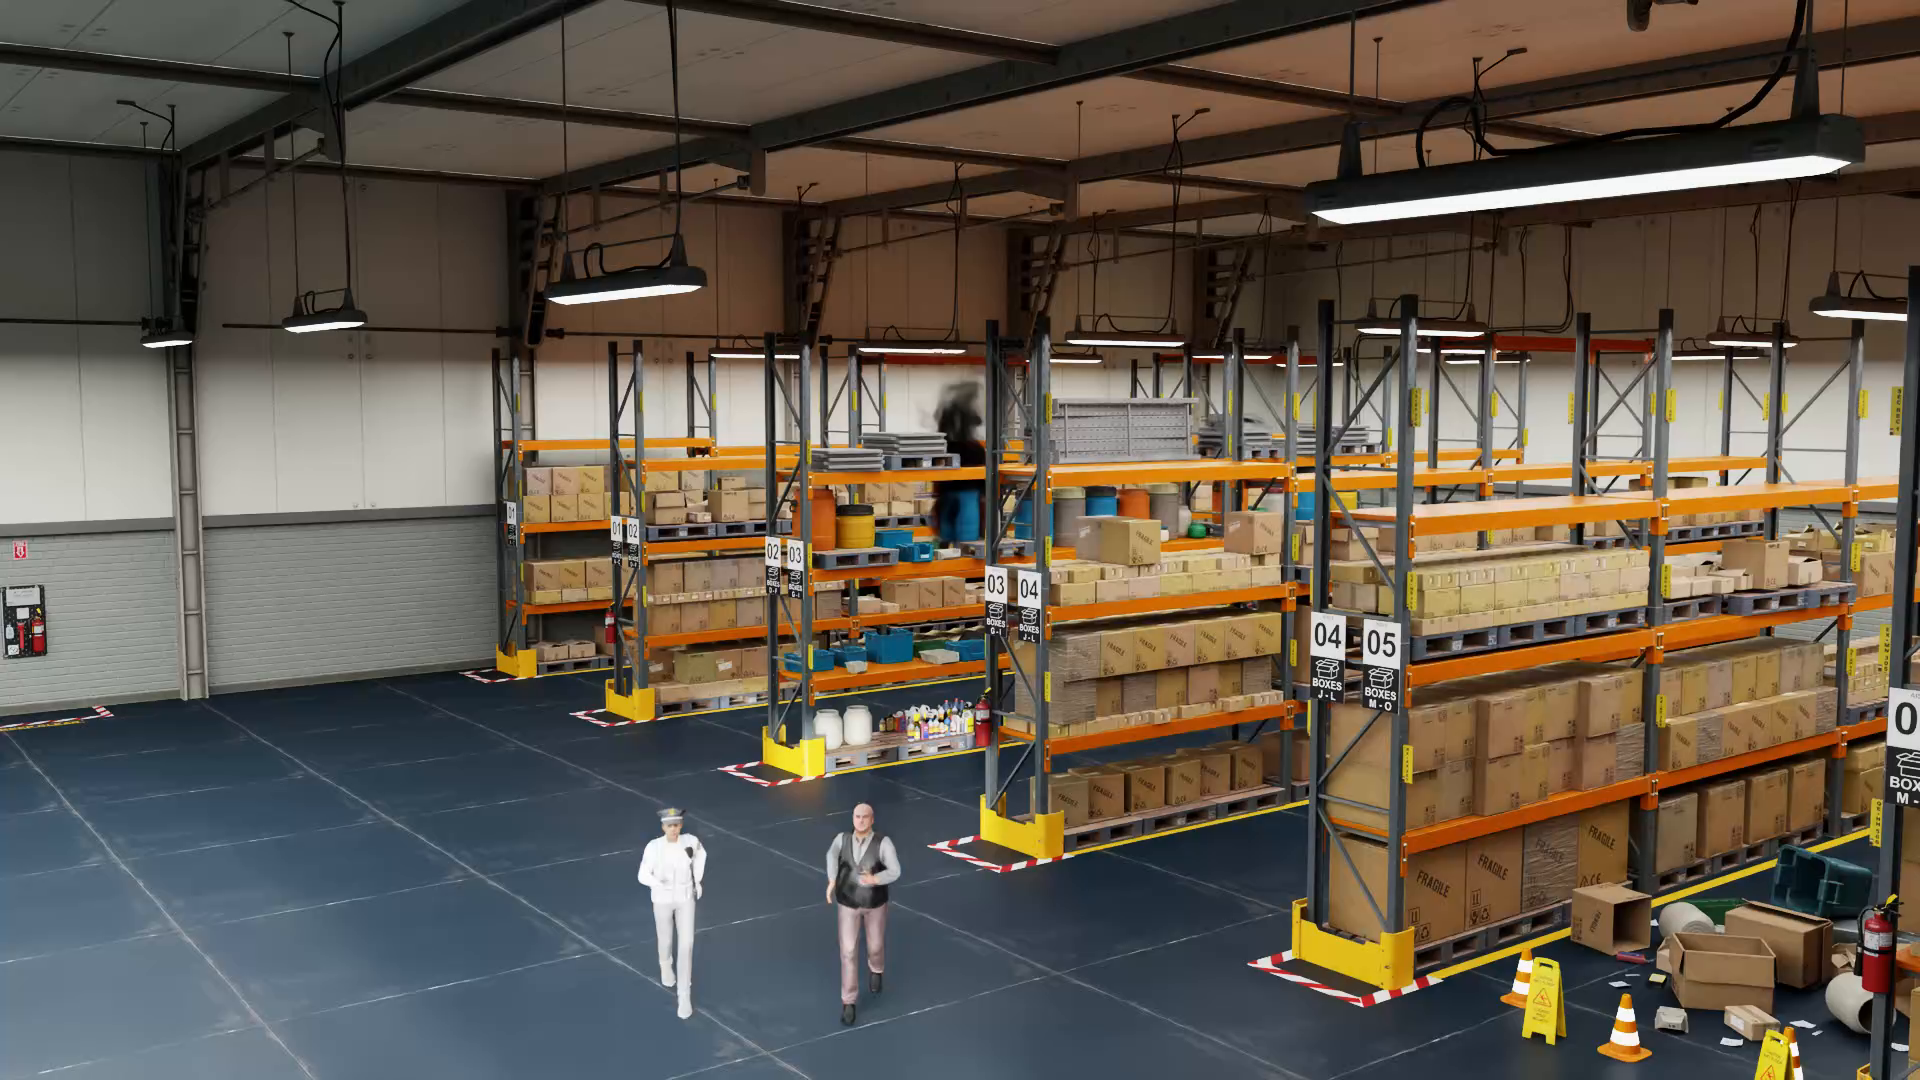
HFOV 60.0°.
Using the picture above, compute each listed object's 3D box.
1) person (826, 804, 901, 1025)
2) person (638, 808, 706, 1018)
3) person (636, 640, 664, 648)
[{"bbox_3d":[-0.818,3.055,13.907,0.659,1.710,0.950,0,5,4],"label":"person"},{"bbox_3d":[-2.433,3.075,14.114,0.574,1.707,0.896,-1,5,-11],"label":"person"},{"bbox_3d":[-5.244,1.775,28.692,0.675,1.740,0.723,4,6,39],"label":"person"}]
